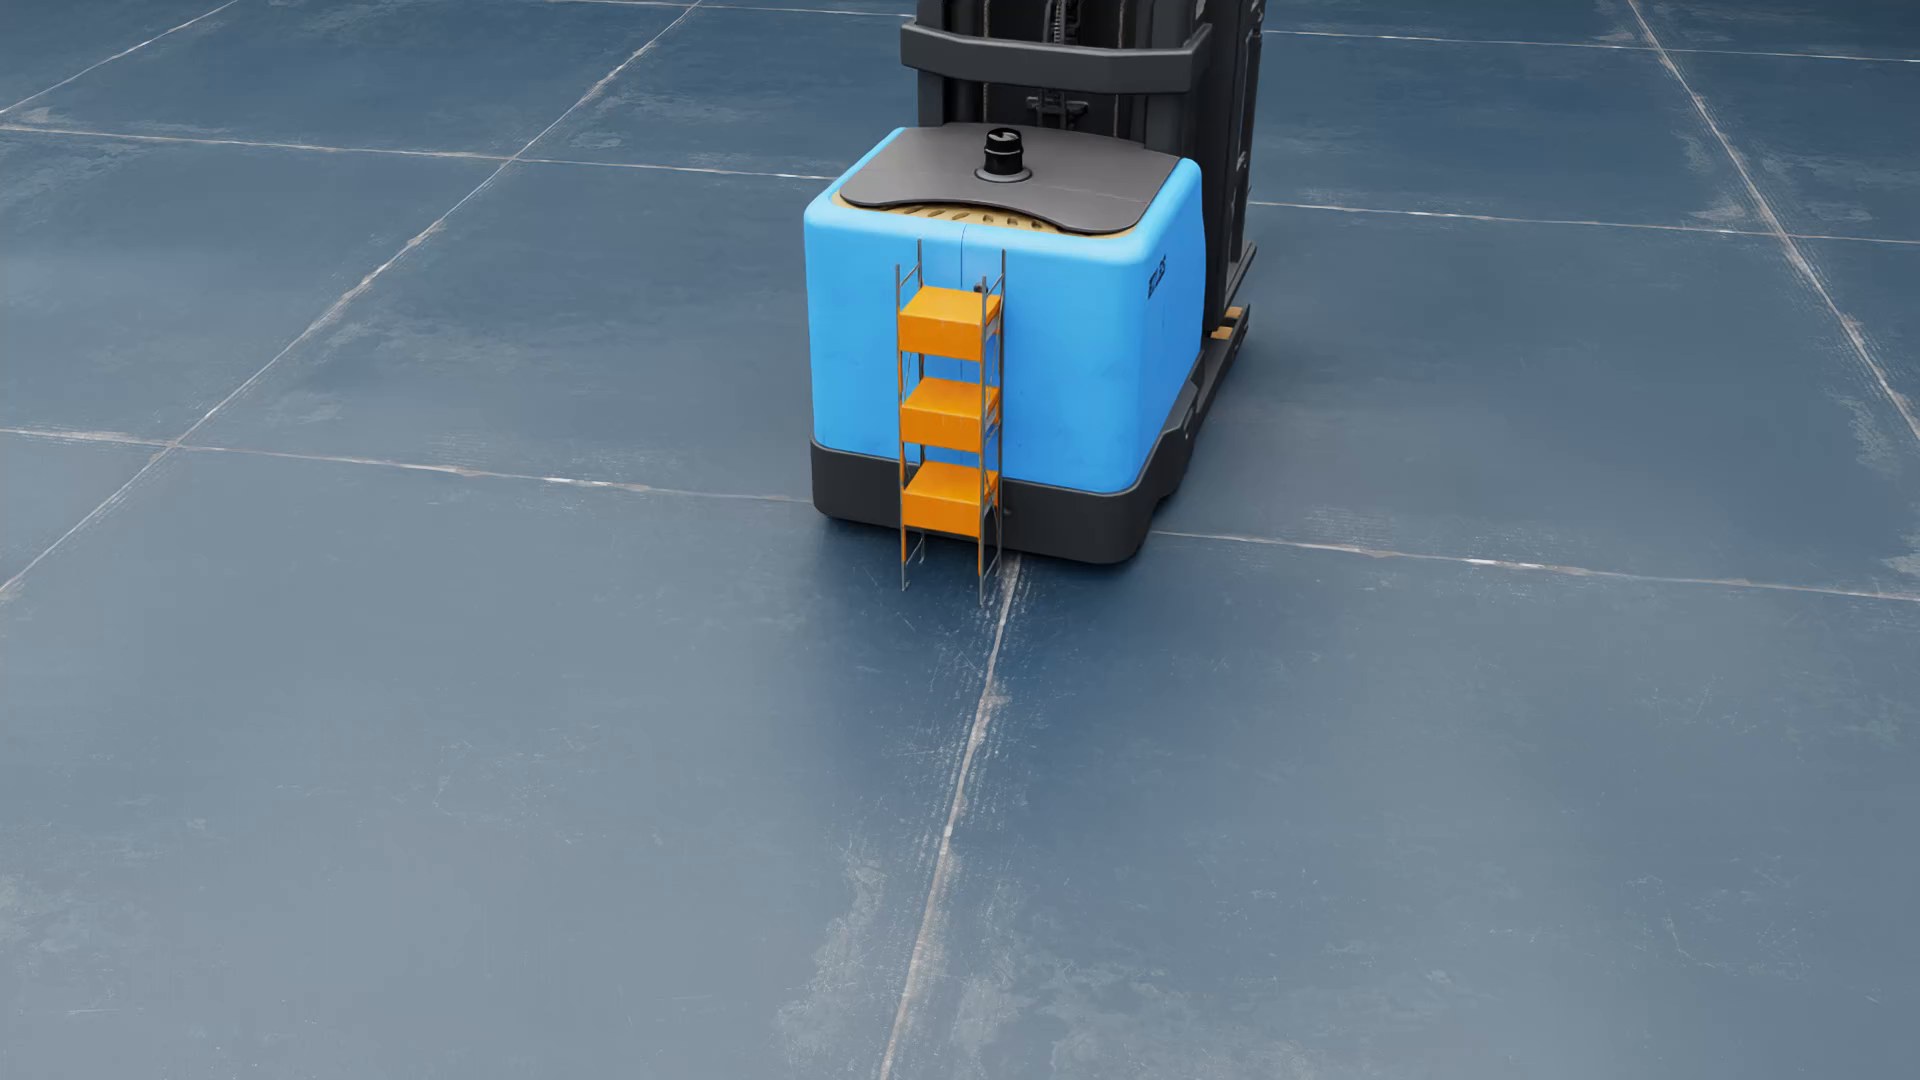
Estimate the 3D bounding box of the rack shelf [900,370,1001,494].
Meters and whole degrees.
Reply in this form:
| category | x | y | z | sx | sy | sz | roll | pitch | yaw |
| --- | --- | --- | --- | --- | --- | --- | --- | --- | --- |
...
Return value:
| category | x | y | z | sx | sy | sz | roll | pitch | yaw |
| --- | --- | --- | --- | --- | --- | --- | --- | --- | --- |
| rack shelf | -0.024 | -0.312 | 4.779 | 0.240 | 0.259 | 0.215 | 10 | 33 | 15 |

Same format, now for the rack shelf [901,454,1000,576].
| category | x | y | z | sx | sy | sz | roll | pitch | yaw |
| --- | --- | --- | --- | --- | --- | --- | --- | --- | --- |
| rack shelf | -0.024 | -0.076 | 4.926 | 0.240 | 0.259 | 0.215 | 10 | 33 | 15 |

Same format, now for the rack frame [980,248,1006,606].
| category | x | y | z | sx | sy | sz | roll | pitch | yaw |
| --- | --- | --- | --- | --- | --- | --- | --- | --- | --- |
| rack frame | 0.092 | -0.301 | 4.741 | 0.008 | 1.050 | 0.200 | 10 | 33 | 15 |

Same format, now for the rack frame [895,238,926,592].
| category | x | y | z | sx | sy | sz | roll | pitch | yaw |
| --- | --- | --- | --- | --- | --- | --- | --- | --- | --- |
| rack frame | -0.140 | -0.340 | 4.804 | 0.008 | 1.050 | 0.200 | 10 | 33 | 15 |

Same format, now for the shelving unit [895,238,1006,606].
| category | x | y | z | sx | sy | sz | roll | pitch | yaw |
| --- | --- | --- | --- | --- | --- | --- | --- | --- | --- |
| shelving unit | -0.024 | -0.321 | 4.773 | 0.252 | 1.050 | 0.215 | 10 | 33 | 15 |

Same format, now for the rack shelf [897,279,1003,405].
| category | x | y | z | sx | sy | sz | roll | pitch | yaw |
| --- | --- | --- | --- | --- | --- | --- | --- | --- | --- |
| rack shelf | -0.024 | -0.552 | 4.628 | 0.240 | 0.259 | 0.215 | 10 | 33 | 15 |

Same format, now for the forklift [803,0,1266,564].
| category | x | y | z | sx | sy | sz | roll | pitch | yaw |
| --- | --- | --- | --- | --- | --- | --- | --- | --- | --- |
| forklift | 0.483 | -1.943 | 5.591 | 1.130 | 2.935 | 3.031 | 10 | 33 | 16 |
